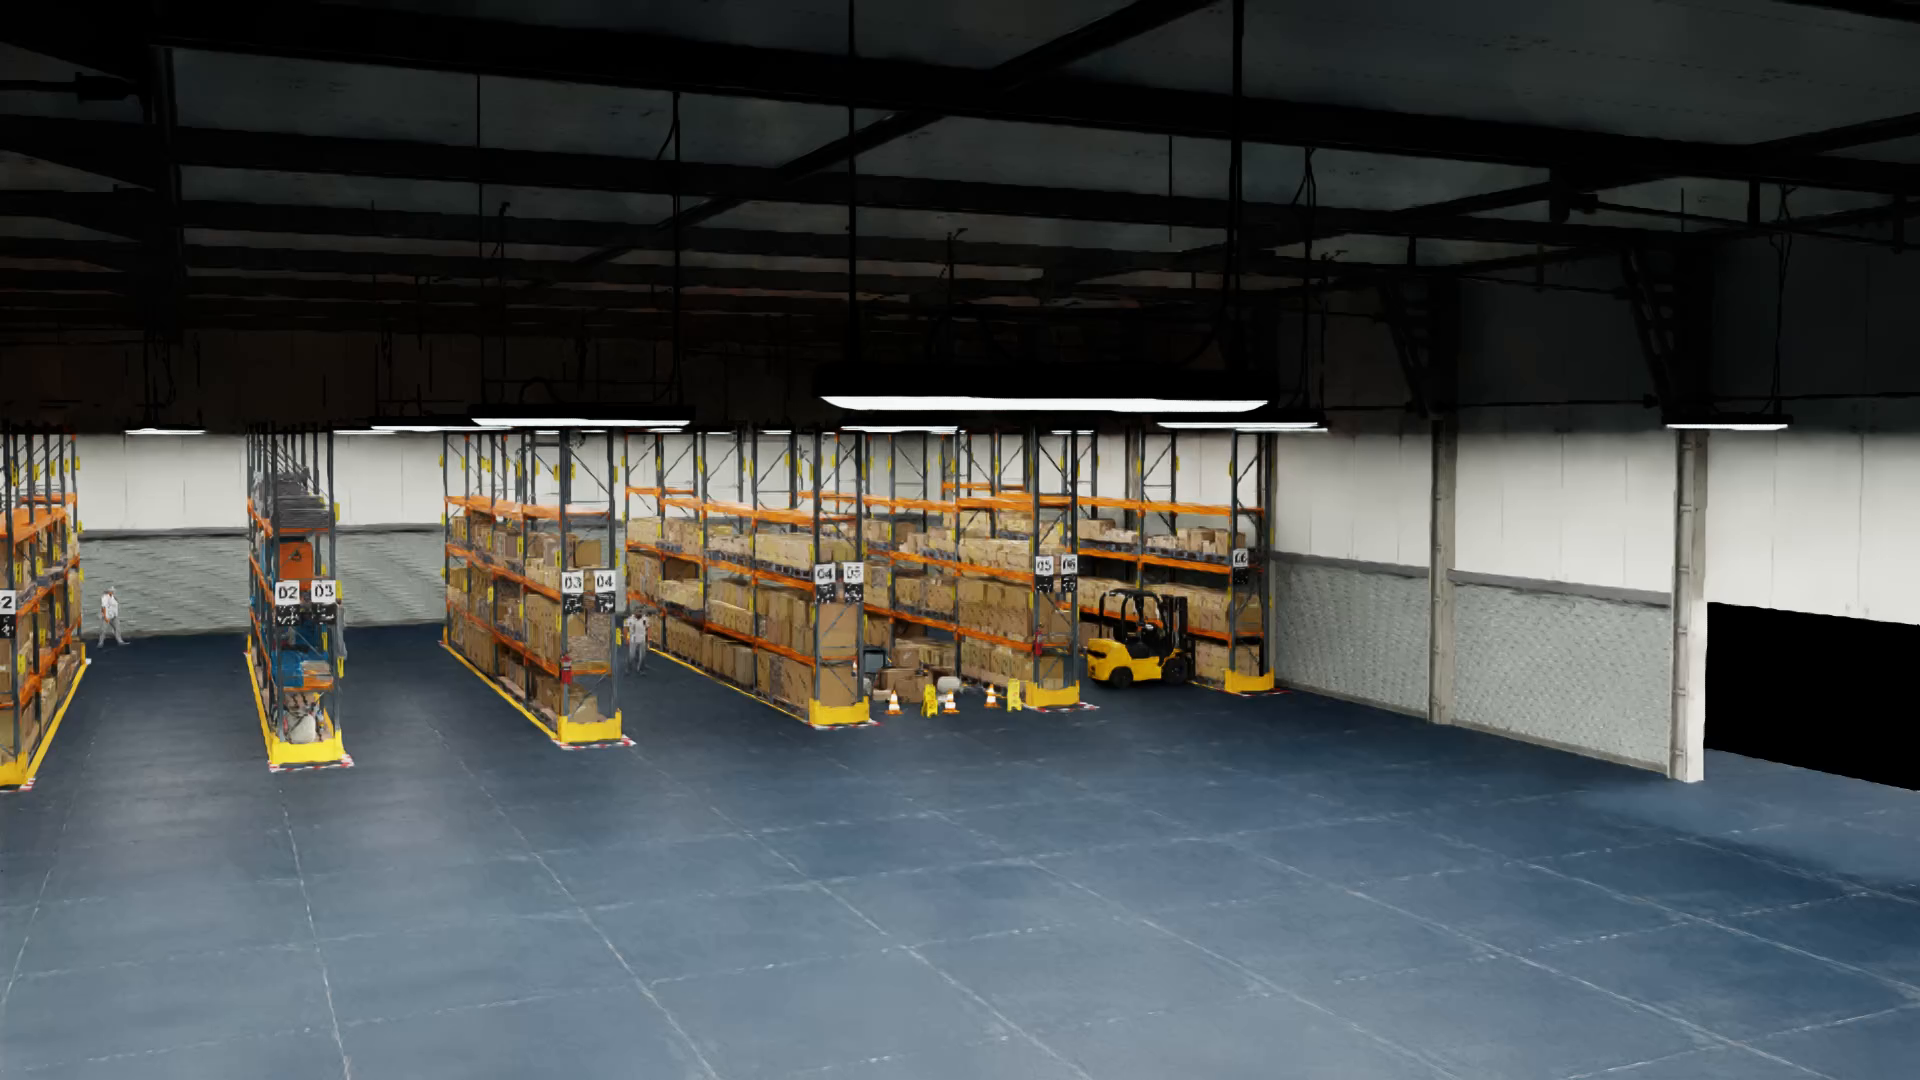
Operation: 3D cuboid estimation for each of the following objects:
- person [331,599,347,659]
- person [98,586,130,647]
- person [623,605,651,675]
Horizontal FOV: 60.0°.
[{"bbox_3d":[-15.939,2.248,42.638,0.527,1.592,0.523,1,4,8],"label":"person"},{"bbox_3d":[-23.067,2.065,45.182,0.565,1.653,0.731,1,4,13],"label":"person"},{"bbox_3d":[-7.732,2.383,39.814,0.682,1.715,0.542,-2,4,-27],"label":"person"}]
